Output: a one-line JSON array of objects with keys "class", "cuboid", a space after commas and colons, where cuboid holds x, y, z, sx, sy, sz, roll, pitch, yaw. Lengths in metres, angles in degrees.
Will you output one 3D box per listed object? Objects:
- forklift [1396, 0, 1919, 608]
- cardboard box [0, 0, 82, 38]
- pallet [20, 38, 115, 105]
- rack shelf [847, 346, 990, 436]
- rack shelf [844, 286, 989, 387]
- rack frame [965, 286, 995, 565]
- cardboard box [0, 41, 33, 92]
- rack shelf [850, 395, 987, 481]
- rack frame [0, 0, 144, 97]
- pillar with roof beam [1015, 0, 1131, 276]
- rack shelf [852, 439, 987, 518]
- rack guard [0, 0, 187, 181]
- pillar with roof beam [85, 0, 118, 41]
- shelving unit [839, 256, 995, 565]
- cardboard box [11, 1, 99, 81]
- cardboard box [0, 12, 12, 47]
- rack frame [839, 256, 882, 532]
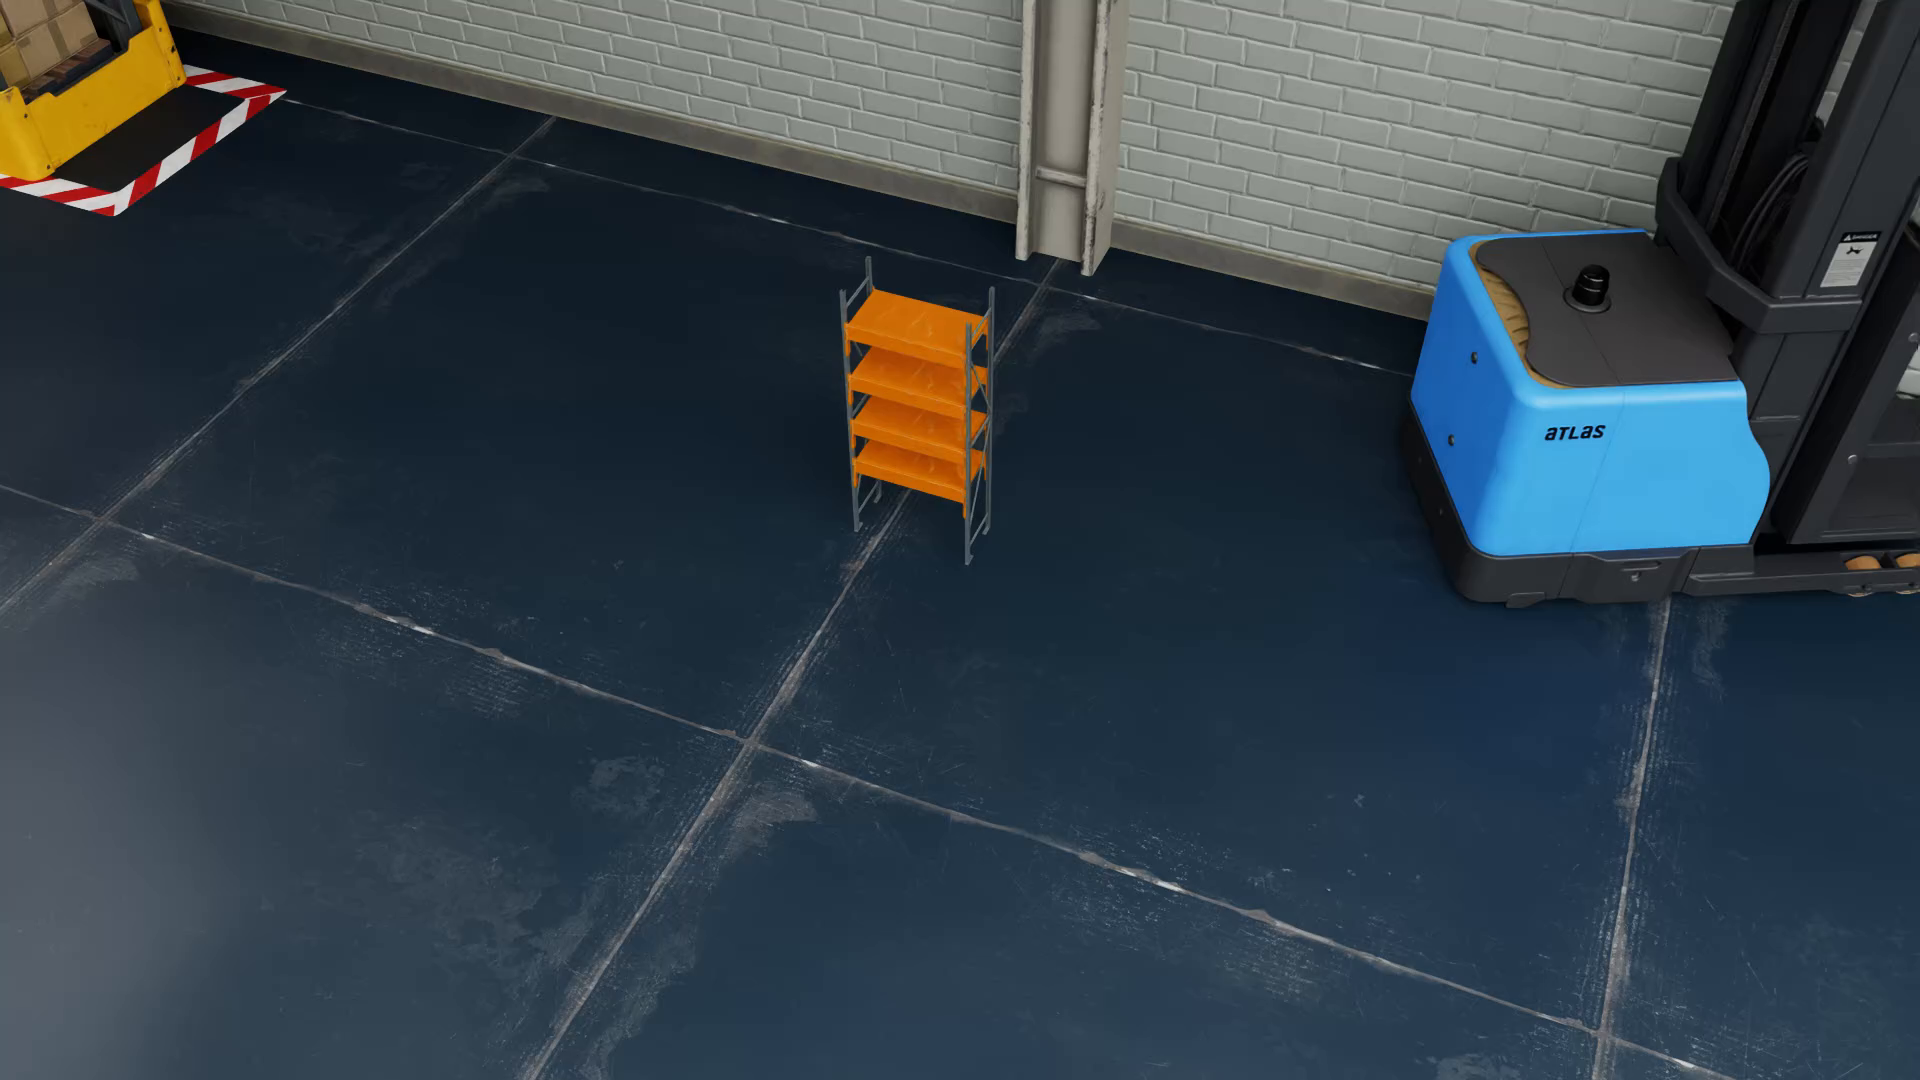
[{"class": "forklift", "cuboid": [3.399, -1.188, 5.866, 3.031, 2.935, 1.130, -3, 45, -3]}, {"class": "cardboard box", "cuboid": [-5.086, -2.957, 8.892, 0.500, 0.250, 0.500, 17, 47, 17]}, {"class": "pallet", "cuboid": [-5.453, -2.534, 9.147, 1.213, 0.211, 1.003, 16, 47, 16]}, {"class": "rack shelf", "cuboid": [-0.153, -0.581, 6.262, 0.480, 0.148, 0.258, 16, 47, 16]}, {"class": "rack shelf", "cuboid": [-0.153, -0.749, 6.095, 0.480, 0.148, 0.258, 16, 47, 16]}, {"class": "rack frame", "cuboid": [0.072, -0.404, 6.305, 0.015, 1.200, 0.240, 16, 47, 16]}, {"class": "cardboard box", "cuboid": [-5.287, -2.438, 8.726, 0.500, 0.250, 0.500, 17, 47, 16]}, {"class": "rack shelf", "cuboid": [-0.153, -0.423, 6.419, 0.480, 0.148, 0.258, 16, 47, 16]}, {"class": "rack frame", "cuboid": [-4.732, -3.342, 7.983, 0.127, 3.000, 1.000, 16, 47, 16]}, {"class": "pillar with roof beam", "cuboid": [-1.147, -1.813, 2.192, 0.400, 9.000, 9.100, 16, 47, 16]}, {"class": "rack shelf", "cuboid": [-0.153, -0.282, 6.559, 0.480, 0.148, 0.258, 16, 47, 16]}, {"class": "rack guard", "cuboid": [-4.709, -2.450, 8.858, 0.348, 0.500, 1.175, 16, 47, 16]}, {"class": "pillar with roof beam", "cuboid": [-6.685, -3.442, 3.830, 0.400, 9.000, 9.100, 16, 47, 16]}, {"class": "shelving unit", "cuboid": [-0.153, -0.470, 6.372, 0.503, 1.200, 0.258, 16, 47, 16]}, {"class": "cardboard box", "cuboid": [-5.110, -2.777, 9.066, 0.500, 0.250, 0.500, 17, 47, 16]}, {"class": "cardboard box", "cuboid": [-5.301, -2.622, 8.556, 0.500, 0.250, 0.500, 16, 47, 15]}, {"class": "rack frame", "cuboid": [-0.378, -0.537, 6.439, 0.015, 1.200, 0.240, 16, 47, 16]}]
